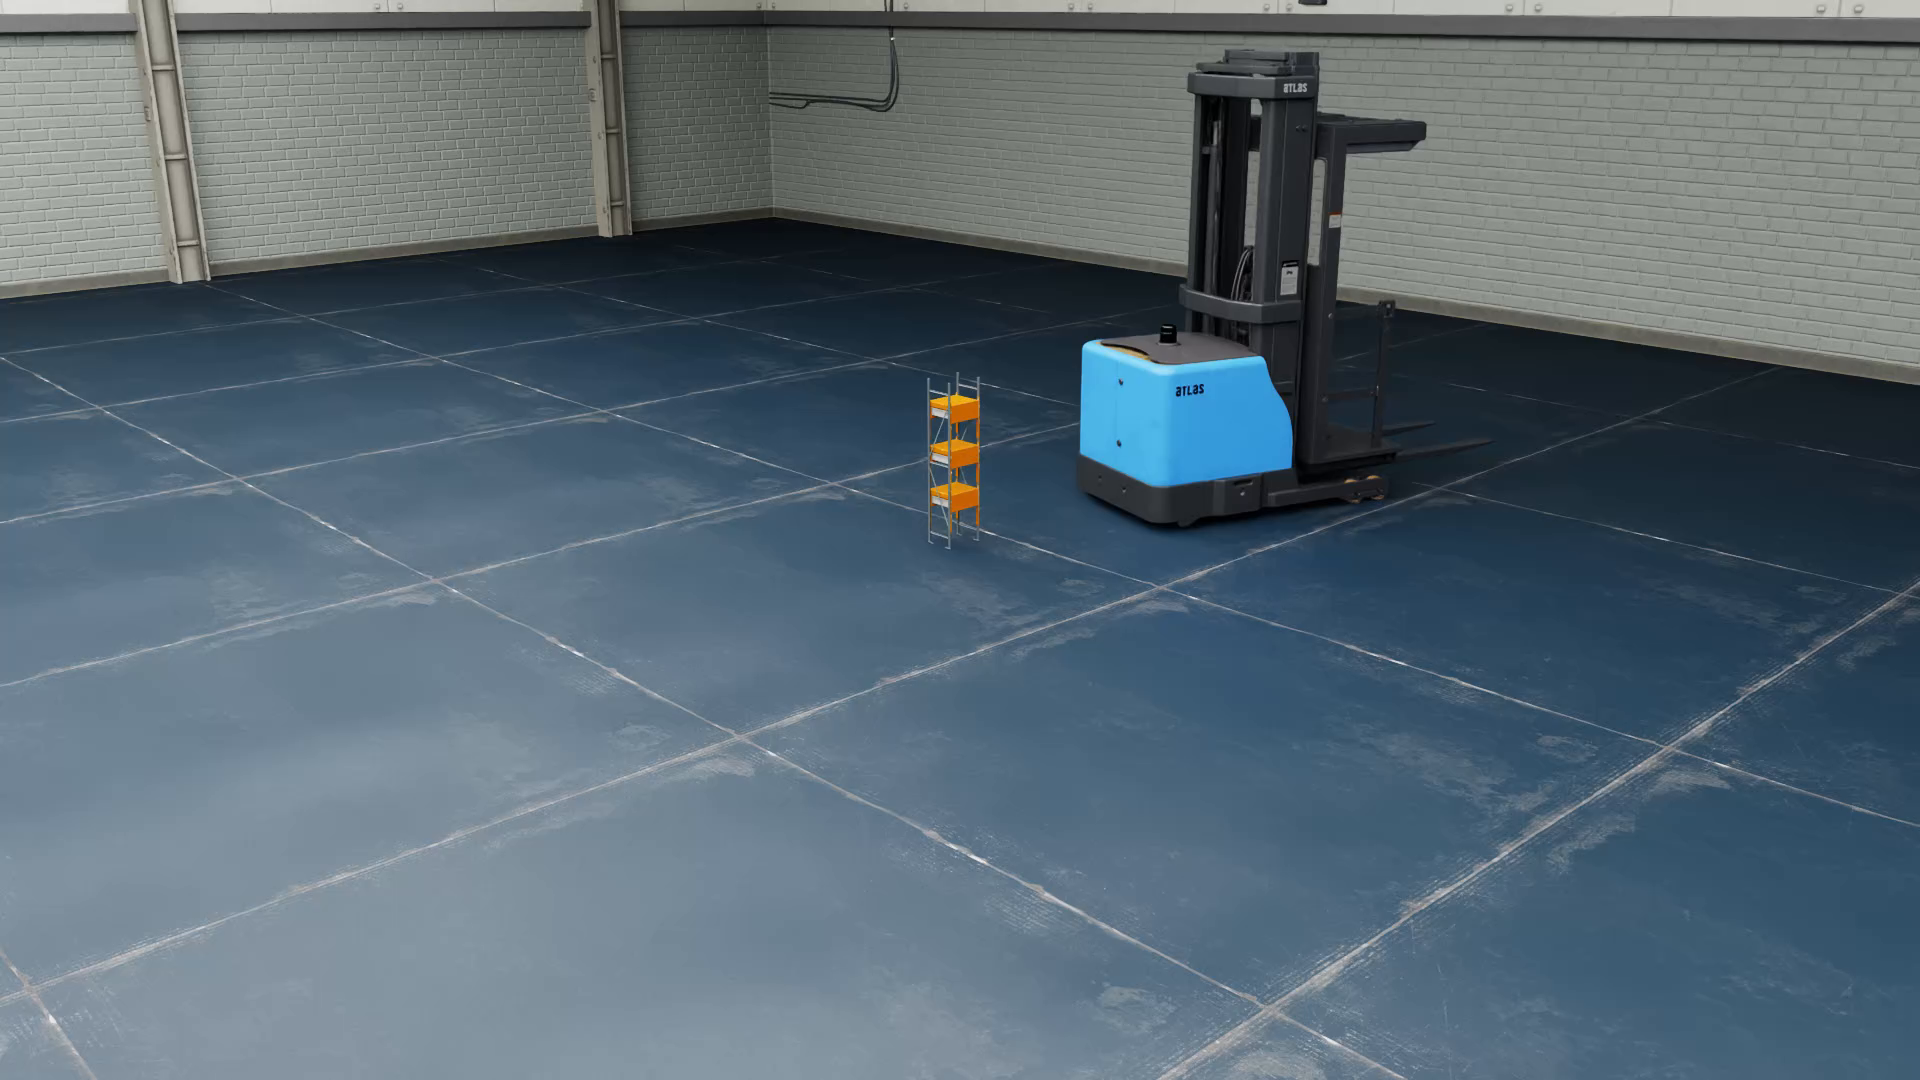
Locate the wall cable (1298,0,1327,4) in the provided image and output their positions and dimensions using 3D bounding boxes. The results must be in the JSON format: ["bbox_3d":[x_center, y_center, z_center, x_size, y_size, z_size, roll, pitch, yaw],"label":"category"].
[{"bbox_3d":[4.555,-8.526,16.677,0.169,6.003,2.305,-16,24,-41],"label":"wall cable"}]

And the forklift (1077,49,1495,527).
[{"bbox_3d":[2.351,-1.775,11.207,3.031,2.935,1.130,-9,20,-26],"label":"forklift"}]

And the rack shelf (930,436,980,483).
[{"bbox_3d":[-0.039,-0.478,10.291,0.240,0.259,0.215,-16,24,-41],"label":"rack shelf"}]

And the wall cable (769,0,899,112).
[{"bbox_3d":[-1.956,-7.562,24.252,0.112,2.526,3.097,-16,24,-41],"label":"wall cable"}]

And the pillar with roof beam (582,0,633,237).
[{"bbox_3d":[-2.048,-7.746,19.786,0.400,9.000,9.100,-16,24,-41],"label":"pillar with roof beam"}]

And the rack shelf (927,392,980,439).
[{"bbox_3d":[-0.039,-0.748,10.204,0.240,0.259,0.215,-16,24,-41],"label":"rack shelf"}]

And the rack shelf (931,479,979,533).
[{"bbox_3d":[-0.039,-0.214,10.377,0.240,0.259,0.215,-16,24,-41],"label":"rack shelf"}]

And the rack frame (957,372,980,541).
[{"bbox_3d":[0.050,-0.514,10.368,0.008,1.050,0.200,-16,24,-41],"label":"rack frame"}]

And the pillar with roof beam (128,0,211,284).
[{"bbox_3d":[-6.407,-6.475,15.865,0.400,9.000,9.100,-16,24,-41],"label":"pillar with roof beam"}]

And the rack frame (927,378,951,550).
[{"bbox_3d":[-0.128,-0.462,10.208,0.008,1.050,0.200,-16,24,-41],"label":"rack frame"}]

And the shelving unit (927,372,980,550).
[{"bbox_3d":[-0.039,-0.488,10.288,0.252,1.050,0.215,-16,24,-41],"label":"shelving unit"}]
